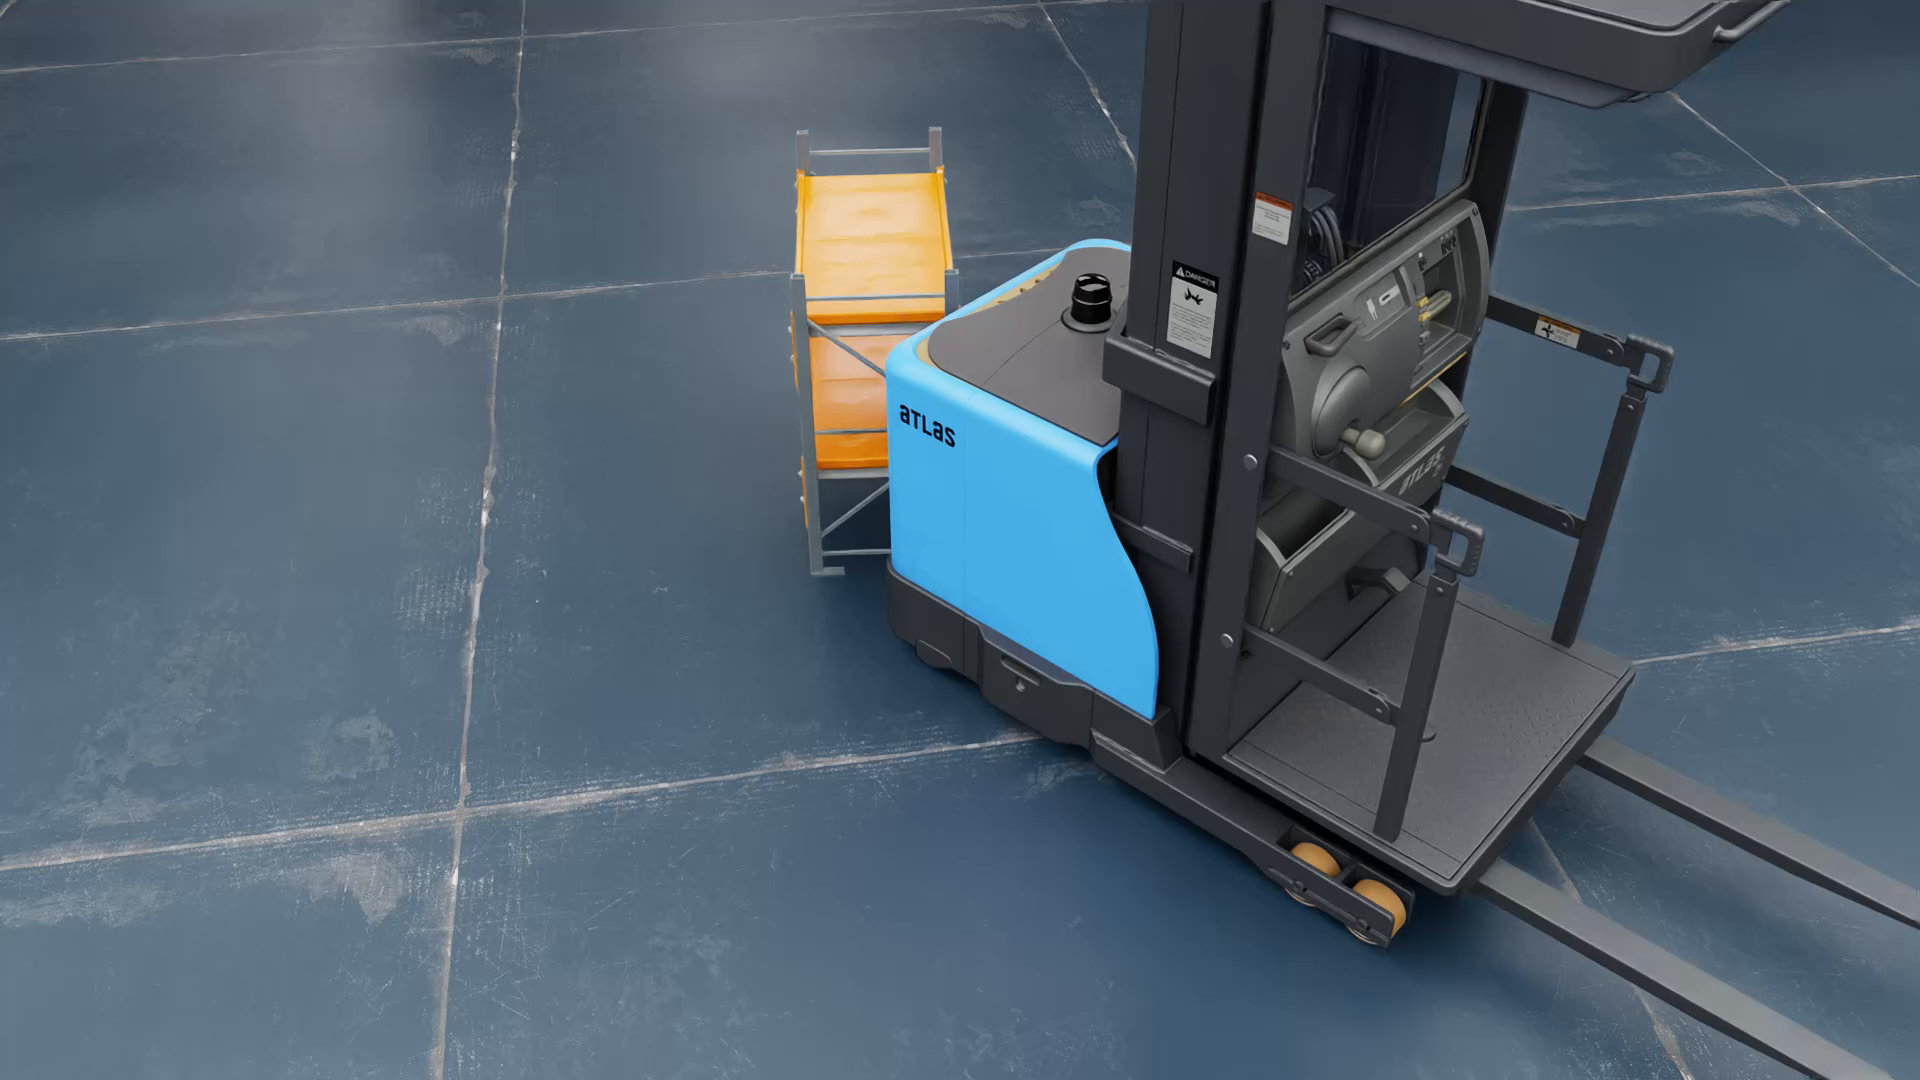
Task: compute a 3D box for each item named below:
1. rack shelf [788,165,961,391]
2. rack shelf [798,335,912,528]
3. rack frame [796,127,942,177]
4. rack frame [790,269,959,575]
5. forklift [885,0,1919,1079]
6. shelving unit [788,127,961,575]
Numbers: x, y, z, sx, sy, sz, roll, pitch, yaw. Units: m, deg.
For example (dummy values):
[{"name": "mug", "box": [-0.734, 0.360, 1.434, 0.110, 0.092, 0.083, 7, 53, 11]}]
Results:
[{"name": "rack shelf", "box": [-0.283, -0.888, 5.499, 0.538, 0.278, 1.000, -2, 38, -3]}, {"name": "rack shelf", "box": [-0.283, -0.463, 5.828, 0.538, 0.278, 1.000, -2, 38, -3]}, {"name": "rack frame", "box": [-0.314, -0.968, 6.079, 0.500, 1.125, 0.032, -2, 38, -3]}, {"name": "rack frame", "box": [-0.253, -0.345, 5.277, 0.500, 1.125, 0.032, -2, 38, -3]}, {"name": "forklift", "box": [1.207, -0.462, 3.956, 3.031, 2.935, 1.130, 29, 46, 32]}, {"name": "shelving unit", "box": [-0.283, -0.657, 5.678, 0.538, 1.125, 1.048, -2, 38, -3]}]
